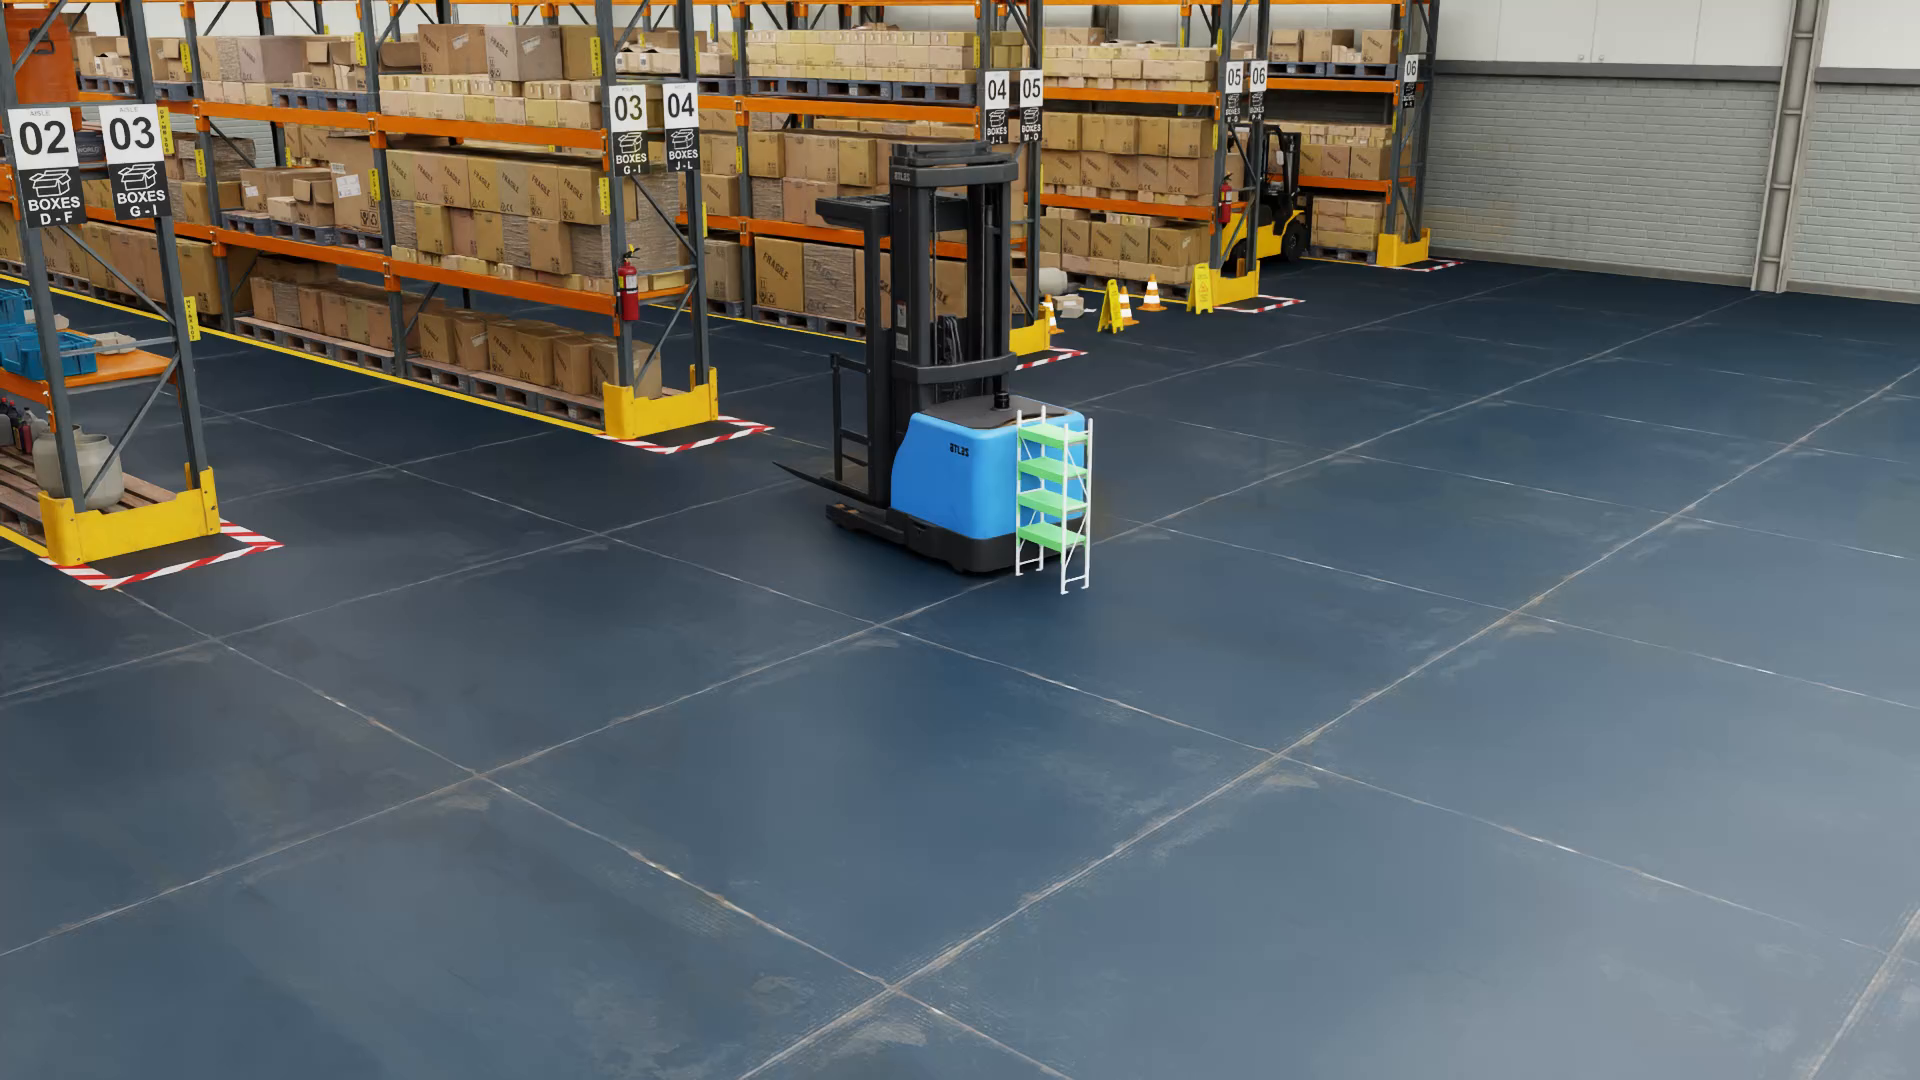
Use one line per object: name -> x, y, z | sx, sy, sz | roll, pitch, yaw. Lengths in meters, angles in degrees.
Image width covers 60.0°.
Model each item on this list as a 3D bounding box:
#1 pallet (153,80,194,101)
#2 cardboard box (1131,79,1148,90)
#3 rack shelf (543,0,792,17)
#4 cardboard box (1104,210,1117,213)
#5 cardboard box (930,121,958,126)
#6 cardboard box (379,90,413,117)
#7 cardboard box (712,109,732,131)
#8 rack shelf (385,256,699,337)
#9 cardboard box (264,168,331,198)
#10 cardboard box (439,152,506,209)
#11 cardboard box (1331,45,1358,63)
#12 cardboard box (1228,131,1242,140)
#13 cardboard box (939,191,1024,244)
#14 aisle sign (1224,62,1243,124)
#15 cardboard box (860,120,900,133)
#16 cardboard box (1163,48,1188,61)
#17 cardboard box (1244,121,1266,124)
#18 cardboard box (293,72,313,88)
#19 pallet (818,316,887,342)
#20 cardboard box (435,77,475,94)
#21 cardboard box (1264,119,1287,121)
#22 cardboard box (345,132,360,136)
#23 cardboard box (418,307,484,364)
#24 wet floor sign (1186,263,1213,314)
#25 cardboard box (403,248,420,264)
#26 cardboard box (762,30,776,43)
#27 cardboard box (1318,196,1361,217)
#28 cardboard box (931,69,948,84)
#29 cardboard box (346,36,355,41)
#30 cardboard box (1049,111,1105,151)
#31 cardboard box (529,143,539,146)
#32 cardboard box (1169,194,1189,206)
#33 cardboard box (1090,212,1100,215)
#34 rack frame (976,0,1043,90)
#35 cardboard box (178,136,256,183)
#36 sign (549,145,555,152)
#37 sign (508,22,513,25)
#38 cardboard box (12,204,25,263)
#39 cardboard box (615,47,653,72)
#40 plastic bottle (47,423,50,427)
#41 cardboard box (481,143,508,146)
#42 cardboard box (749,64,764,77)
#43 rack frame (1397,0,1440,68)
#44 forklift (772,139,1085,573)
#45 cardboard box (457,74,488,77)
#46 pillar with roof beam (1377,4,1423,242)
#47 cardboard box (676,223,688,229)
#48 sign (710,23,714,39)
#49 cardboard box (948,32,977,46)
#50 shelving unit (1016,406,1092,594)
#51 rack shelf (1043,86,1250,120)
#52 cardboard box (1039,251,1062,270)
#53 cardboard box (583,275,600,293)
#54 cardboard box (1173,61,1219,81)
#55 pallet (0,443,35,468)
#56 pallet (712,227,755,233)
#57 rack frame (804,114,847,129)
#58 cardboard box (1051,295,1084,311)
pallet -> -9.312, -5.576, 20.575 | 1.003, 0.211, 1.213 | 16, 24, 42
cardboard box -> 2.567, -6.282, 22.903 | 0.250, 0.149, 0.380 | 15, 23, 39
rack shelf -> -3.931, -7.145, 22.099 | 4.000, 0.370, 1.077 | 15, 23, 39
cardboard box -> 3.093, -6.009, 29.820 | 0.625, 0.625, 0.875 | 15, 23, 39
cardboard box -> -0.245, -6.433, 25.501 | 0.250, 0.149, 0.380 | 14, 22, 38
cardboard box -> -5.637, -4.525, 17.202 | 0.500, 0.250, 0.500 | 14, 22, 37
cardboard box -> -3.908, -7.235, 28.633 | 0.500, 0.500, 0.500 | 15, 23, 38
rack shelf -> -4.308, -2.571, 16.944 | 4.000, 0.370, 1.077 | 15, 23, 39
cardboard box -> -7.881, -4.178, 19.957 | 0.700, 0.500, 0.500 | -14, 22, -38
cardboard box -> -4.887, -3.633, 16.791 | 0.500, 0.500, 0.500 | 15, 23, 39
cardboard box -> 6.047, -7.640, 26.131 | 0.258, 0.266, 0.396 | 15, 23, 39
cardboard box -> 4.674, -6.751, 27.687 | 0.250, 0.149, 0.380 | 16, 23, 40
cardboard box -> 0.249, -3.750, 19.221 | 0.550, 0.550, 0.875 | 15, 23, 39
aisle sign -> 3.620, -5.916, 21.995 | 0.004, 0.787, 0.394 | 15, 23, 39
cardboard box -> -1.238, -6.400, 26.466 | 0.500, 0.500, 0.500 | 16, 23, 40
cardboard box -> 2.947, -6.553, 22.440 | 0.250, 0.149, 0.380 | 15, 23, 39
cardboard box -> 4.897, -6.847, 27.497 | 0.250, 0.149, 0.380 | 15, 23, 38
cardboard box -> -7.272, -5.188, 18.733 | 0.250, 0.166, 0.380 | 14, 22, 38
pallet -> -1.002, -2.673, 20.685 | 1.213, 0.211, 1.003 | 15, 23, 39
cardboard box -> -4.978, -4.519, 16.522 | 0.250, 0.149, 0.380 | 14, 23, 38
cardboard box -> 5.282, -6.982, 27.923 | 0.250, 0.149, 0.380 | 15, 23, 38
cardboard box -> -9.727, -6.451, 27.323 | 0.500, 0.500, 0.500 | 15, 23, 39
cardboard box -> -5.531, -2.235, 18.133 | 0.500, 0.500, 0.500 | 14, 22, 38
wet floor sign -> 3.198, -3.352, 22.107 | 0.267, 0.644, 0.232 | -9, 20, -27
cardboard box -> -5.664, -3.031, 17.620 | 0.250, 0.149, 0.380 | 15, 23, 39
cardboard box -> -2.197, -6.154, 20.324 | 0.250, 0.149, 0.380 | 15, 23, 39
cardboard box -> 6.121, -5.368, 26.764 | 0.500, 0.250, 0.500 | 16, 23, 40
cardboard box -> -0.105, -5.213, 18.676 | 0.250, 0.149, 0.380 | 15, 23, 40
cardboard box -> -9.620, -8.019, 26.723 | 0.250, 0.149, 0.380 | 14, 22, 37
cardboard box -> 1.685, -5.872, 23.845 | 0.500, 0.500, 0.700 | 14, 23, 38
cardboard box -> -6.225, -5.878, 24.912 | 0.250, 0.149, 0.380 | 14, 22, 37
cardboard box -> 3.081, -4.687, 22.837 | 0.250, 0.149, 0.380 | 15, 23, 39
cardboard box -> 1.777, -4.645, 24.900 | 0.500, 0.500, 0.500 | 16, 23, 40
rack frame -> 0.556, -6.474, 18.134 | 0.127, 3.000, 1.000 | 15, 23, 39
cardboard box -> -9.331, -4.795, 20.938 | 0.637, 0.503, 0.797 | 16, 24, 41
sign -> -5.780, -5.610, 23.547 | 0.005, 0.325, 0.100 | 15, 23, 39
sign -> -8.574, -9.727, 31.767 | 0.005, 0.325, 0.100 | 15, 23, 39
cardboard box -> -13.566, -4.619, 25.026 | 0.875, 0.875, 0.875 | 15, 23, 39
cardboard box -> -4.273, -6.457, 22.327 | 0.500, 0.311, 0.500 | 15, 23, 38
plastic bottle -> -7.731, -0.865, 14.162 | 0.097, 0.271, 0.097 | 0, 18, 0
cardboard box -> -6.859, -5.785, 24.620 | 0.250, 0.149, 0.380 | 15, 23, 39
cardboard box -> -2.389, -5.825, 20.605 | 0.250, 0.149, 0.380 | 15, 23, 38
rack frame -> 7.058, -8.738, 25.268 | 0.127, 3.000, 1.000 | 15, 23, 39
forklift -> -0.386, -1.548, 12.643 | 1.130, 2.935, 3.031 | -13, 22, -36
cardboard box -> -4.984, -4.759, 17.278 | 0.250, 0.149, 0.380 | 14, 22, 37
pillar with roof beam -> 4.278, -8.107, 23.282 | 0.400, 9.000, 9.100 | 15, 23, 39
cardboard box -> -4.375, -4.031, 23.379 | 0.750, 0.750, 1.050 | 15, 23, 40
sign -> -5.269, -10.814, 35.325 | 0.005, 0.325, 0.100 | 15, 23, 39
cardboard box -> 0.079, -5.543, 18.398 | 0.250, 0.149, 0.380 | 15, 23, 40
shelving unit -> 0.645, -0.282, 11.516 | 0.258, 1.200, 0.503 | -13, 22, -36
rack shelf -> 2.270, -6.243, 23.555 | 4.000, 0.370, 1.077 | 15, 23, 39
cardboard box -> 1.443, -4.163, 24.622 | 0.500, 0.250, 0.500 | 17, 24, 42
cardboard box -> -3.348, -2.453, 15.799 | 0.250, 0.149, 0.380 | 15, 23, 39
cardboard box -> 3.205, -6.296, 22.290 | 0.500, 0.250, 0.500 | 15, 23, 39
pallet -> -8.616, -0.722, 14.536 | 1.213, 0.211, 1.003 | 15, 23, 39
pallet -> -3.665, -5.452, 29.442 | 1.213, 0.211, 1.003 | 15, 23, 39
rack frame -> -2.217, -6.361, 27.696 | 0.127, 3.000, 1.000 | 15, 23, 39
cardboard box -> 1.446, -3.202, 22.454 | 0.380, 0.149, 0.250 | -6, 18, -18
